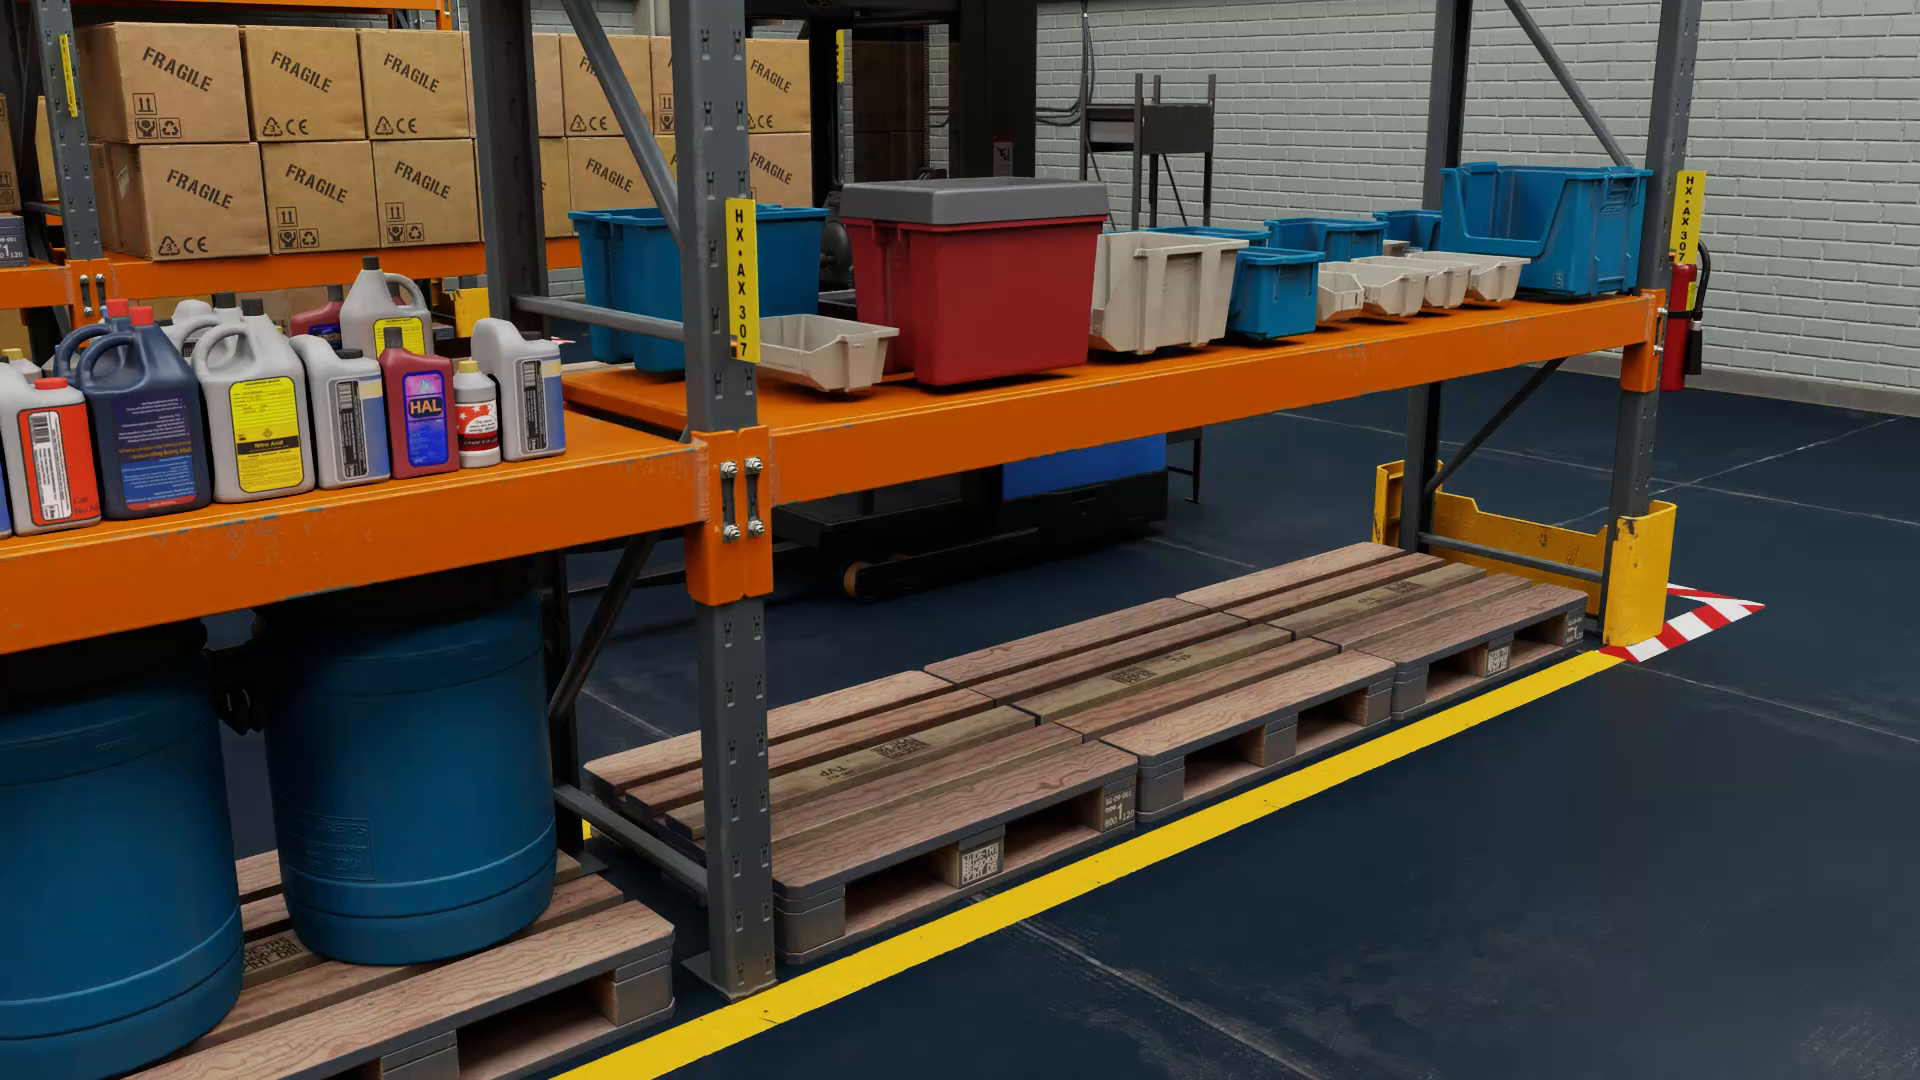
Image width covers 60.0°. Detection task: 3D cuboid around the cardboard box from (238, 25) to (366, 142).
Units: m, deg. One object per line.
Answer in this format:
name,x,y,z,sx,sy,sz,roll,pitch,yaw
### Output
cardboard box,-3.119,-2.107,7.696,0.500,0.500,0.500,-13,20,-41

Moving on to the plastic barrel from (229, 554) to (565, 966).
plastic barrel,-1.221,0.401,3.688,0.708,0.901,0.600,-13,19,-39

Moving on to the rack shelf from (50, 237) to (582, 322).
rack shelf,-2.539,-1.455,8.778,4.000,0.370,1.077,-13,19,-39

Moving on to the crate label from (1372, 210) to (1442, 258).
crate label,1.816,-1.147,6.438,0.303,0.233,0.416,-13,19,-39

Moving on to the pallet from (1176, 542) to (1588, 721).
pallet,1.571,0.303,6.206,1.213,0.211,1.003,-13,19,-39

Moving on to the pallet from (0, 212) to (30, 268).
pallet,-4.722,-1.257,7.014,1.213,0.211,1.003,-13,19,-39

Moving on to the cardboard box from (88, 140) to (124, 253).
cardboard box,-3.839,-1.646,7.908,0.500,0.500,0.500,-12,19,-38

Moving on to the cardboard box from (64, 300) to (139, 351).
cardboard box,-6.290,-1.614,12.009,0.500,0.500,0.700,-13,20,-40

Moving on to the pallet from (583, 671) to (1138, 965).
pallet,-0.270,0.717,4.658,1.213,0.211,1.003,-13,19,-39

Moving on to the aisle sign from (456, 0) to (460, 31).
aisle sign,-4.034,-4.315,13.053,0.004,0.787,0.394,-13,19,-39

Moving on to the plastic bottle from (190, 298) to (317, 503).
plastic bottle,-1.278,-0.255,2.989,0.185,0.351,0.144,-13,19,-39

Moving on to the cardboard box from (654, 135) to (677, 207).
cardboard box,-1.579,-1.972,9.126,0.500,0.500,0.500,-12,19,-39

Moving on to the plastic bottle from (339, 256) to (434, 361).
plastic bottle,-1.308,-0.471,3.798,0.185,0.351,0.144,-13,19,-39

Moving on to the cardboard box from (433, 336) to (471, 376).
cardboard box,-2.634,-0.789,8.877,0.637,0.503,0.797,-13,19,-39

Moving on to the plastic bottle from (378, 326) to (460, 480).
plastic bottle,-1.029,-0.264,3.154,0.133,0.283,0.061,-13,19,-39

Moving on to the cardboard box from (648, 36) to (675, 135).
cardboard box,-1.566,-2.458,9.008,0.500,0.500,0.500,-12,19,-38

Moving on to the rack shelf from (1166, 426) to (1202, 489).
rack shelf,0.897,-0.512,8.363,0.480,0.518,0.431,-12,19,-37

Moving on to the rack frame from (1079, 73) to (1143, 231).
rack frame,0.707,-1.162,8.031,0.015,2.100,0.400,-12,19,-37

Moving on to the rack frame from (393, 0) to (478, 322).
rack frame,-4.285,-3.105,13.561,0.127,3.000,1.000,-13,19,-39

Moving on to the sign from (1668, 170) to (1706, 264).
sign,2.592,-1.151,5.929,0.005,0.325,0.100,-13,19,-39

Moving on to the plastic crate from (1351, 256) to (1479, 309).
plastic crate,1.494,-0.858,5.545,0.243,0.136,0.396,-13,19,-39

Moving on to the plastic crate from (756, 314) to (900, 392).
plastic crate,-0.354,-0.451,4.021,0.243,0.136,0.396,-13,19,-39

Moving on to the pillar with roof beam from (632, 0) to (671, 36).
pillar with roof beam,0.010,-5.791,11.992,0.400,9.000,9.100,-13,19,-39

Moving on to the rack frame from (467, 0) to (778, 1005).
rack frame,-0.799,-0.499,3.804,0.127,3.000,1.000,-13,19,-39

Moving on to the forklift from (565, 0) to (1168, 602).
forklift,-0.485,-1.316,6.995,3.031,2.935,1.130,-12,19,-37

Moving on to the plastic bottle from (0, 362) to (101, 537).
plastic bottle,-1.540,-0.162,2.783,0.135,0.276,0.152,-13,19,-39

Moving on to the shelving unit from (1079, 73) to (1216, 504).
shelving unit,0.897,-1.201,8.179,0.503,2.100,0.431,-12,19,-37

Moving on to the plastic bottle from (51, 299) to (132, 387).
plastic bottle,-1.512,-0.252,2.977,0.185,0.351,0.144,-13,19,-39

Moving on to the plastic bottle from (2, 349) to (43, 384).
plastic bottle,-1.927,-0.289,3.405,0.097,0.201,0.097,0,15,0

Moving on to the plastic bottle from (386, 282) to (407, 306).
plastic bottle,-1.356,-0.463,3.897,0.133,0.283,0.061,-13,19,-39

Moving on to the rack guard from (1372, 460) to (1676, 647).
rack guard,2.228,0.025,6.688,0.348,0.500,1.175,-13,19,-39

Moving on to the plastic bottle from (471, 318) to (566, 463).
plastic bottle,-0.884,-0.309,3.334,0.135,0.276,0.152,-13,19,-39

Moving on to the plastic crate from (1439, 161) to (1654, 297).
plastic crate,2.088,-1.129,5.980,0.499,0.435,0.616,-13,19,-39

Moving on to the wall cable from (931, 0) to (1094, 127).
wall cable,0.216,-5.392,16.514,0.112,2.526,3.097,-13,19,-39

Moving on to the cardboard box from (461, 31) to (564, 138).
cardboard box,-2.342,-2.282,8.350,0.500,0.500,0.500,-12,19,-38

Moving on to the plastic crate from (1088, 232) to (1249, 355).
plastic crate,0.474,-0.693,4.646,0.530,0.282,0.437,-13,19,-39

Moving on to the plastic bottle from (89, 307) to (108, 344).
plastic bottle,-1.780,-0.356,3.519,0.097,0.271,0.097,0,15,0

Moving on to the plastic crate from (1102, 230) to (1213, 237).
plastic crate,0.596,-0.873,5.413,0.300,0.233,0.416,-13,19,-39

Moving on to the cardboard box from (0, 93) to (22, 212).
cardboard box,-4.552,-1.678,7.212,0.700,0.500,0.500,8,17,28

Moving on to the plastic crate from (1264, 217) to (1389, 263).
plastic crate,1.319,-1.035,6.021,0.300,0.233,0.416,-13,19,-39

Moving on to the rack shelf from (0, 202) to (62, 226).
rack shelf,-5.794,-2.419,12.386,4.000,0.370,1.077,-13,19,-39

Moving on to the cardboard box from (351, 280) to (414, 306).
cardboard box,-4.747,-1.962,13.313,0.500,0.500,0.700,-13,19,-39

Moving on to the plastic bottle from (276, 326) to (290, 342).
plastic bottle,-1.532,-0.378,3.737,0.097,0.201,0.097,0,15,0

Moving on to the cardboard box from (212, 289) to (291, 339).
cardboard box,-5.504,-1.792,12.676,0.500,0.500,0.700,-13,20,-41

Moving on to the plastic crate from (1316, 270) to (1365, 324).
plastic crate,1.089,-0.752,5.149,0.250,0.136,0.298,-13,19,-39

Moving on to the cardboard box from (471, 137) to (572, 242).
cardboard box,-2.339,-1.803,8.495,0.500,0.500,0.500,-13,20,-40

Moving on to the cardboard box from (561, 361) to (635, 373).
cardboard box,-2.004,-0.904,9.796,0.500,0.250,0.500,-13,19,-39

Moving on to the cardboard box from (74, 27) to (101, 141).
cardboard box,-3.836,-2.131,7.784,0.500,0.500,0.500,-13,19,-39

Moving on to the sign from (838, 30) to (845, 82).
sign,-0.681,-2.742,9.346,0.005,0.325,0.100,-13,19,-39

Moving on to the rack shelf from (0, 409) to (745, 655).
rack shelf,-2.308,0.188,2.628,4.000,0.370,1.077,-13,19,-39

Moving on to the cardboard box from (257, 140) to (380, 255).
cardboard box,-3.100,-1.632,7.855,0.500,0.500,0.500,-12,19,-38
